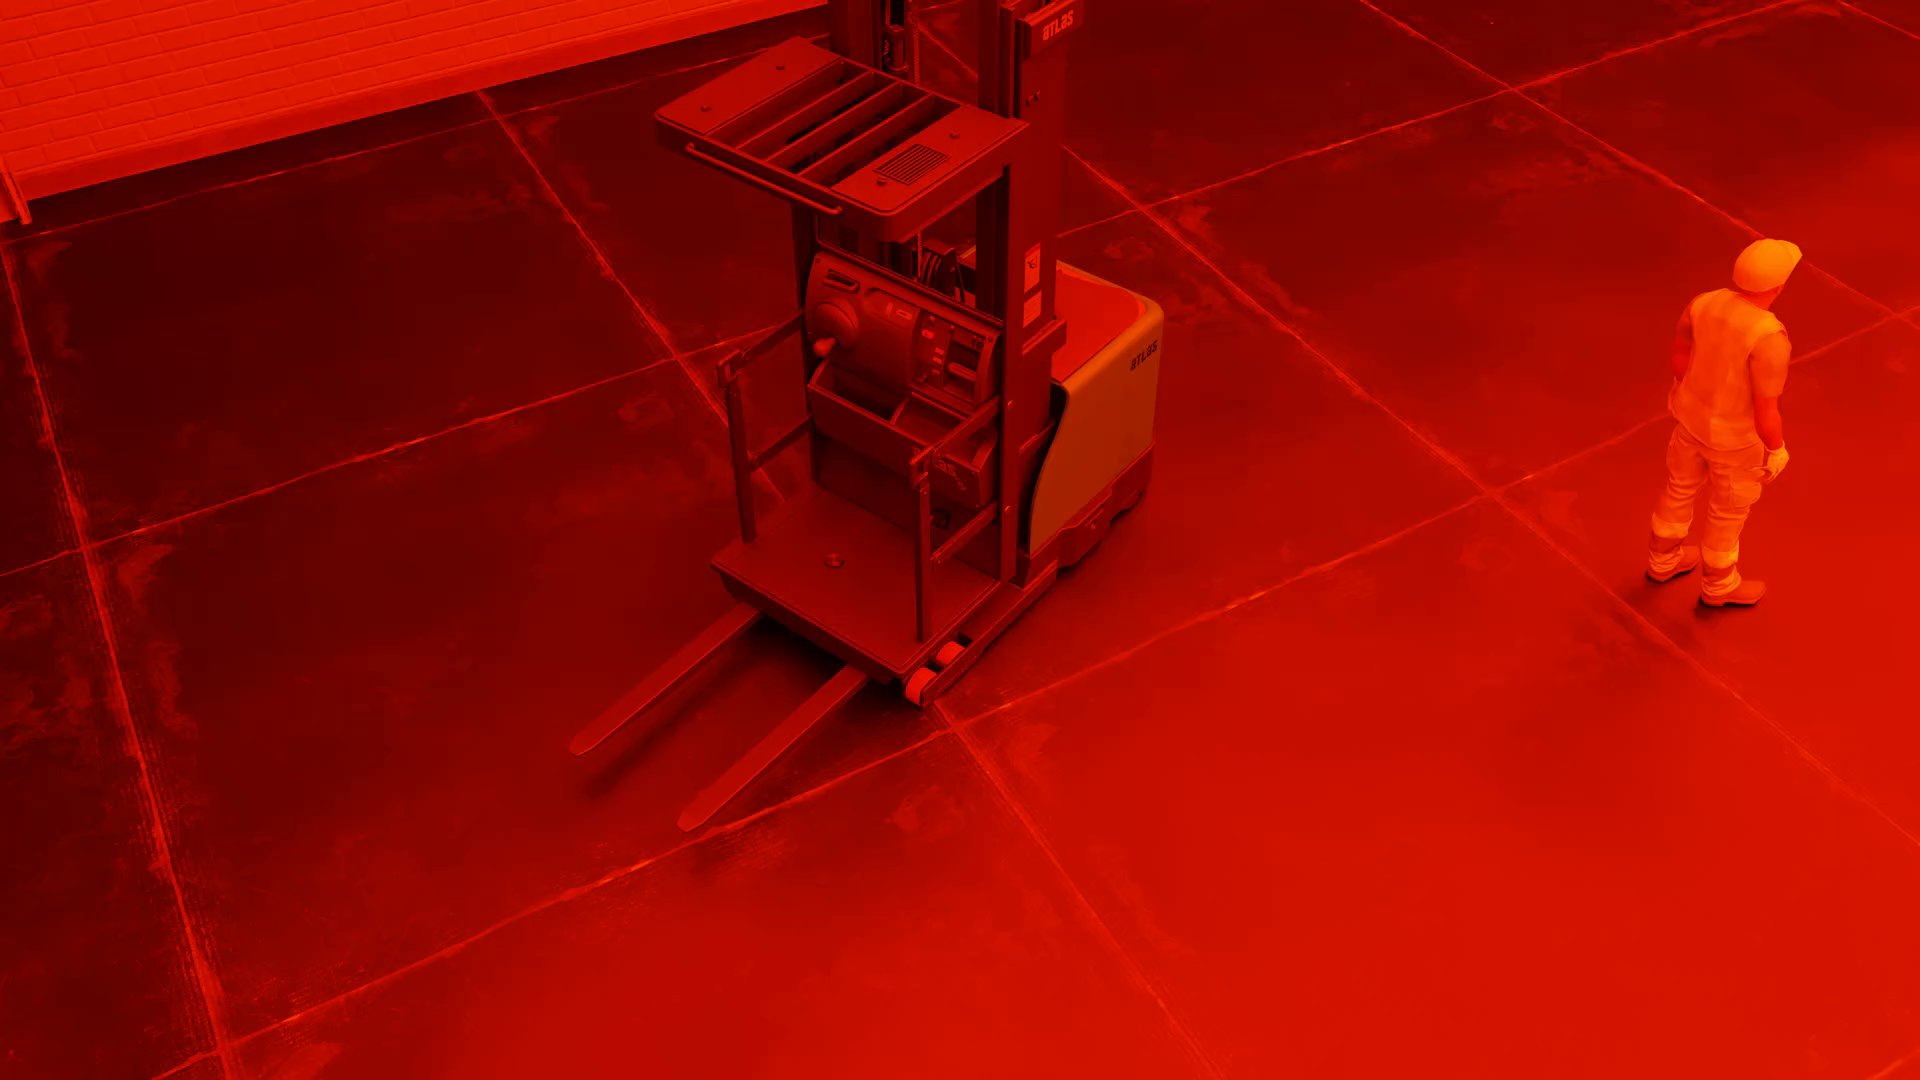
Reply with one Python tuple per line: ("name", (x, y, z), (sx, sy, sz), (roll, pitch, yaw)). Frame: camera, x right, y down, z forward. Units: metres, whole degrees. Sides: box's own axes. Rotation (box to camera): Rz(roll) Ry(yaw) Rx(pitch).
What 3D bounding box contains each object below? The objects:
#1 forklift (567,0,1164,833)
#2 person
("forklift", (-0.375, -0.749, 6.505), (1.130, 2.935, 3.031), (28, 50, 27))
("person", (3.300, -0.507, 7.075), (0.562, 1.789, 0.638), (-15, 45, -16))
